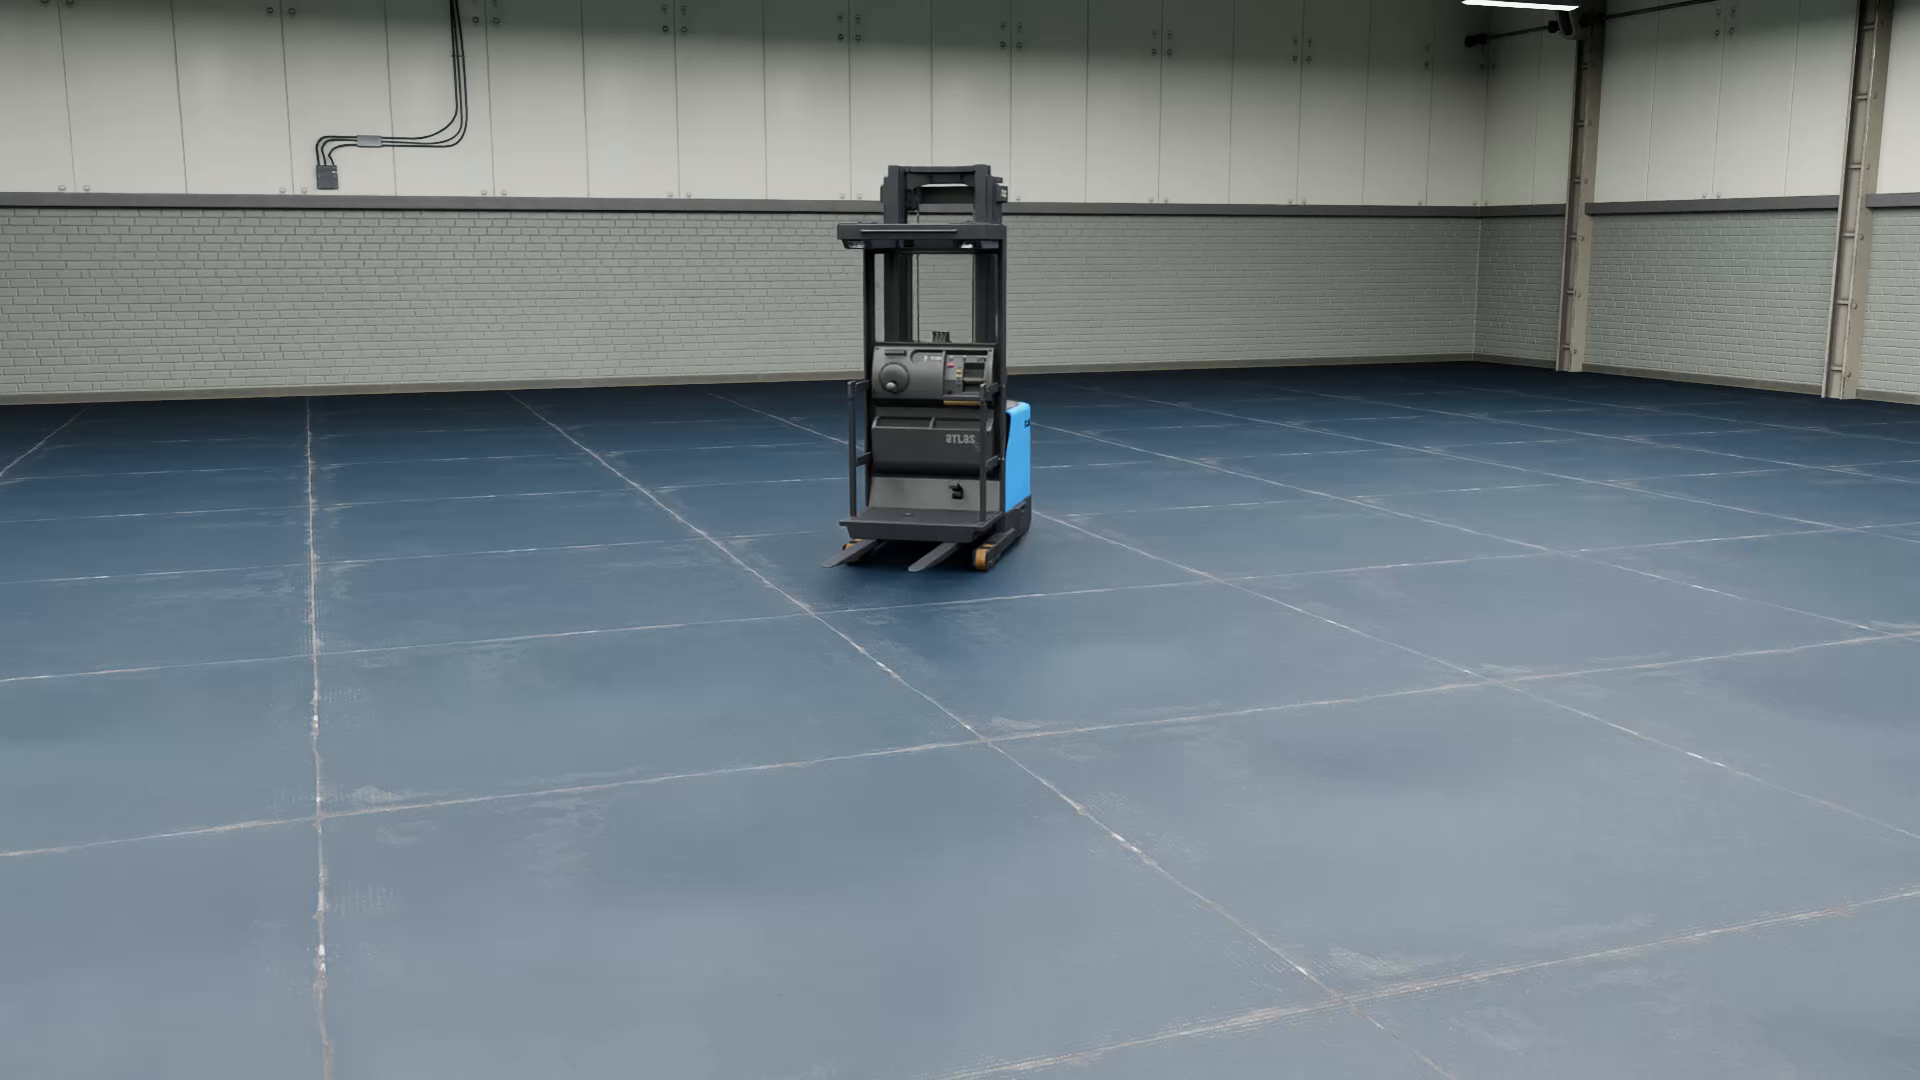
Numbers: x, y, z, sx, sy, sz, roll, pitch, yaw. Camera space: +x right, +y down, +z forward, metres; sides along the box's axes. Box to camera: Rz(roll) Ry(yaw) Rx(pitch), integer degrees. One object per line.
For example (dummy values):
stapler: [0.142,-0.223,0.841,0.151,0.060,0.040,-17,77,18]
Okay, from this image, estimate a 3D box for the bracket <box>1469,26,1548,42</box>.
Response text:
bracket: [10.361,-9.728,32.135,0.076,0.066,3.189,-4,11,-21]

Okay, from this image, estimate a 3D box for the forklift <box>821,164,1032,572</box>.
forklift: [-0.251,-1.291,12.306,1.130,2.935,3.031,2,10,13]

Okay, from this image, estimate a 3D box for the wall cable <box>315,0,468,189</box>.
wall cable: [-8.853,-8.460,25.575,2.305,6.003,0.169,-4,11,-21]

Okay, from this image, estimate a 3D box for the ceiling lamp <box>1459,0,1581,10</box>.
ceiling lamp: [8.264,-9.548,24.737,2.000,3.185,0.800,-4,11,-21]

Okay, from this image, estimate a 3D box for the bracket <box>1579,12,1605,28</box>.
bracket: [11.306,-9.302,29.741,0.235,0.232,0.430,-4,11,-21]

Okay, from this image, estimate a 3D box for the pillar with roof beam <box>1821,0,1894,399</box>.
pillar with roof beam: [9.649,-6.368,23.522,9.100,9.000,0.400,-4,11,-21]

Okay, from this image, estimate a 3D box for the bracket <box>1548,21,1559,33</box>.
bracket: [11.005,-9.437,30.502,0.235,0.232,0.430,-4,11,-21]

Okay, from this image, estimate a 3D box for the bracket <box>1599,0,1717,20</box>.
bracket: [12.240,-8.881,27.377,0.076,0.066,4.783,-4,11,-21]

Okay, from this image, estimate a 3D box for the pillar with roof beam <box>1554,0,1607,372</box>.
pillar with roof beam: [7.474,-7.347,29.028,9.100,9.000,0.548,-4,11,-21]

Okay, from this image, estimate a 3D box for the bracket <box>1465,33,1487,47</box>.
bracket: [10.147,-9.824,32.677,0.235,0.232,0.430,-4,11,-21]
